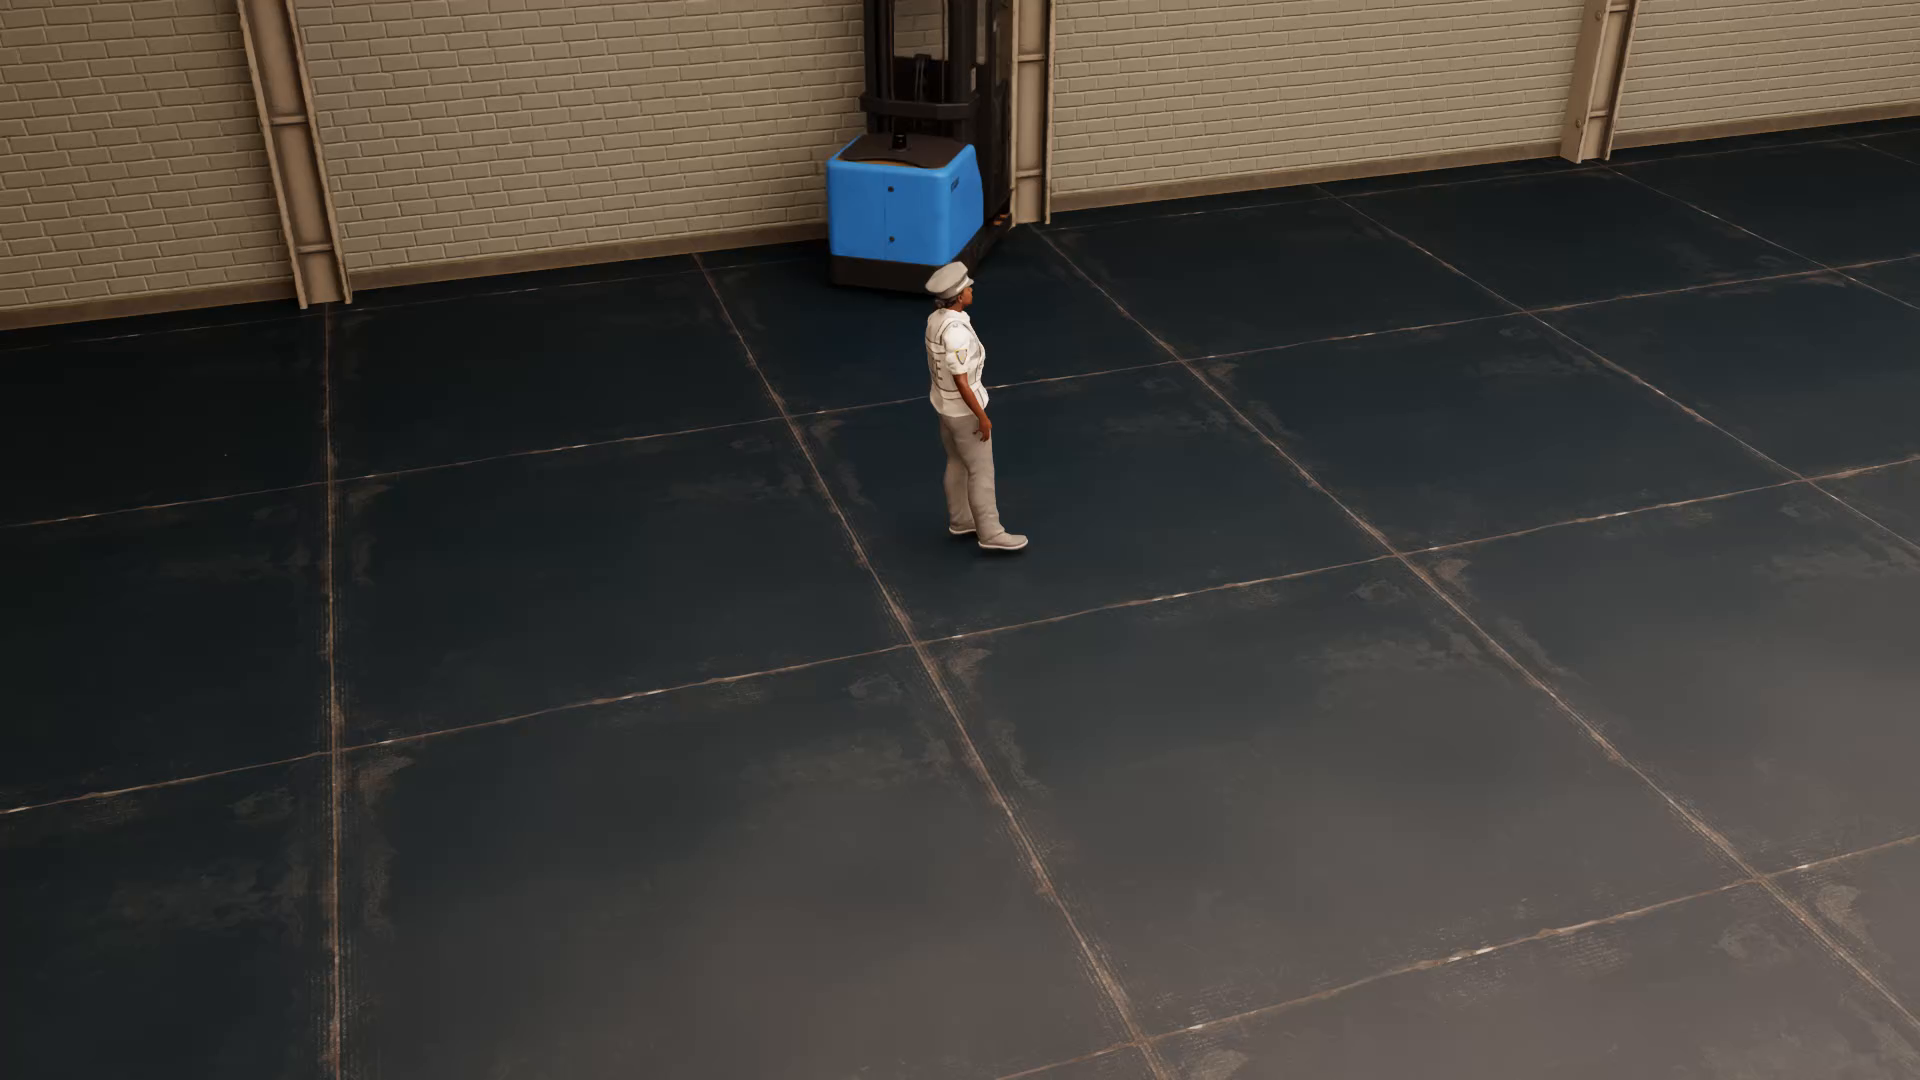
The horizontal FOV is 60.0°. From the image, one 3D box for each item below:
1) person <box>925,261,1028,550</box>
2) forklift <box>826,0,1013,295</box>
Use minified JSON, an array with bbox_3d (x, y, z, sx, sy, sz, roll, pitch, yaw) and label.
[{"bbox_3d":[0.077,-0.778,9.584,0.529,1.695,0.569,-10,31,-16],"label":"person"},{"bbox_3d":[-0.169,-3.950,13.952,1.130,2.935,3.031,8,31,14],"label":"forklift"}]
